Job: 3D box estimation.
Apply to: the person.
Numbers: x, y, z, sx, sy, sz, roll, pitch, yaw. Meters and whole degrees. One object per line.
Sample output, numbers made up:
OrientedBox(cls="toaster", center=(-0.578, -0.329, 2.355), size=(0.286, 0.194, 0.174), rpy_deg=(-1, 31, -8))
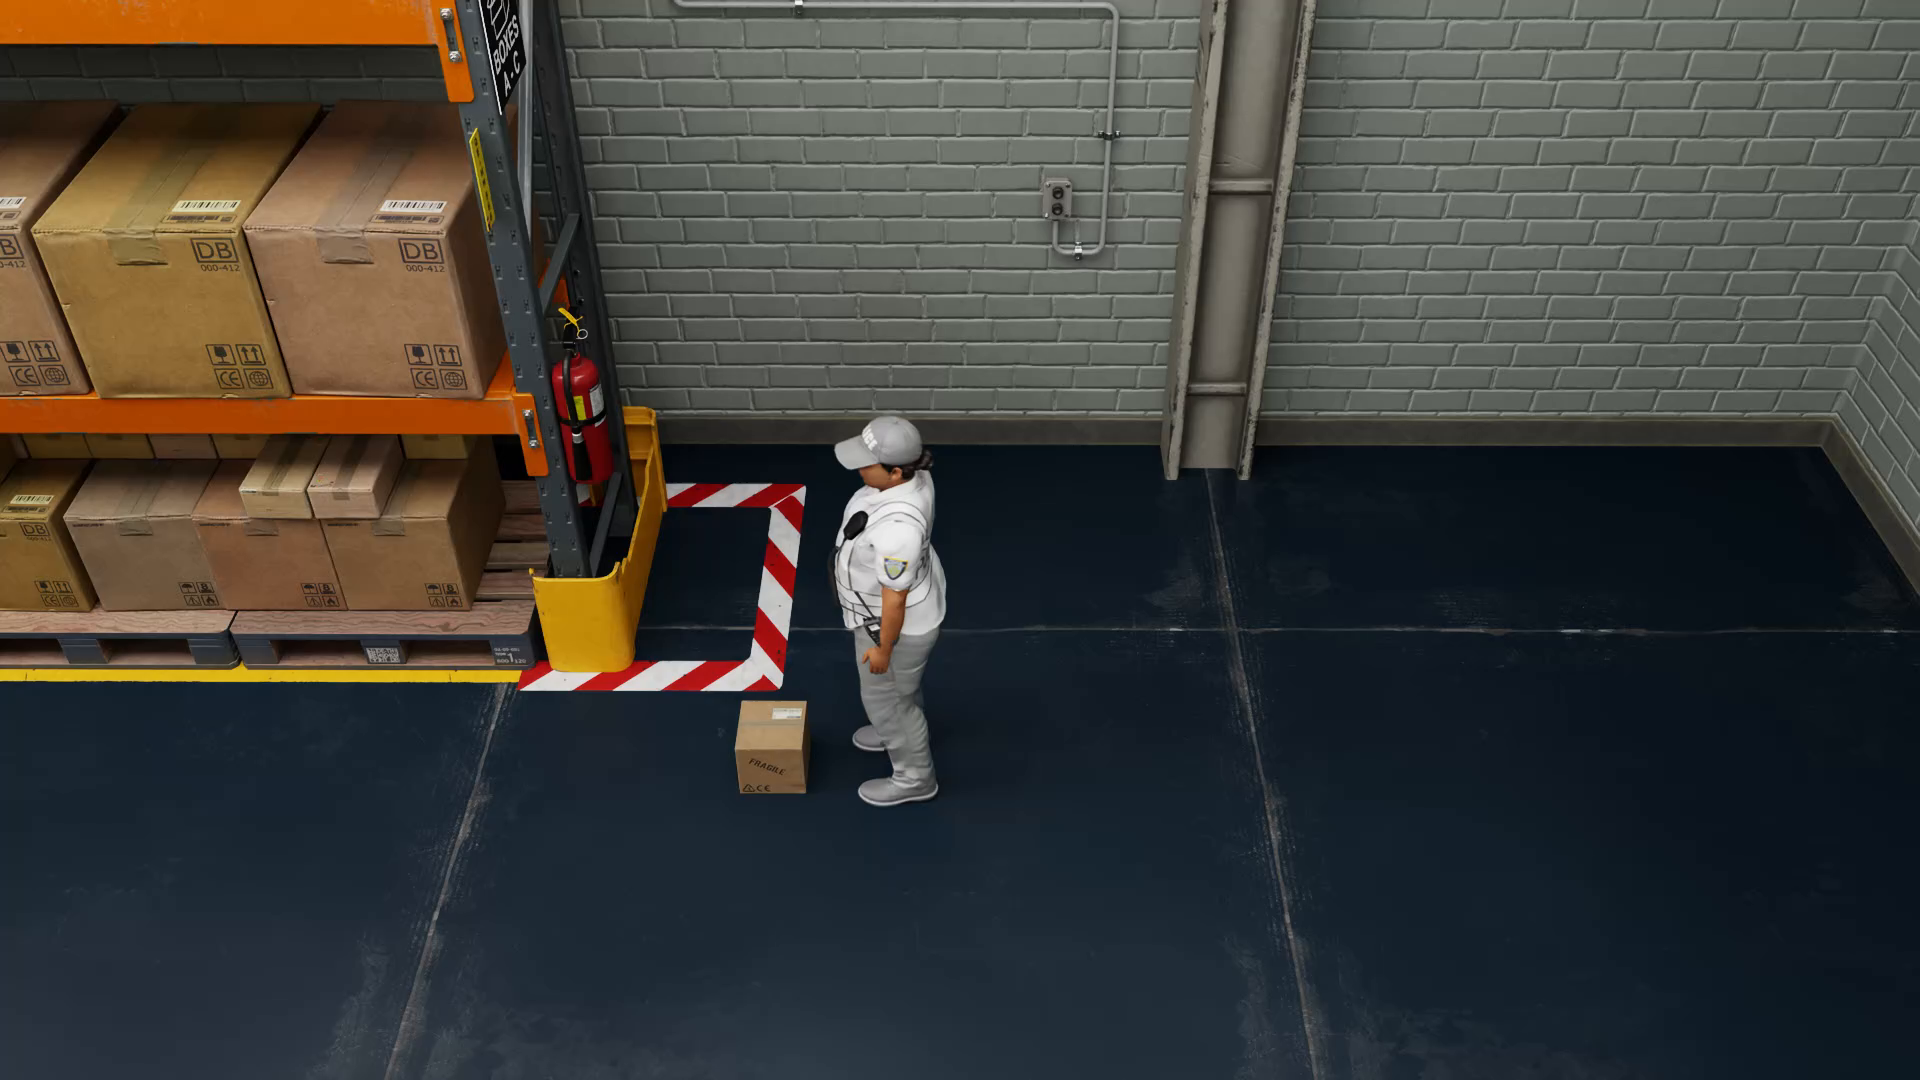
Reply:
OrientedBox(cls="person", center=(-0.255, 0.256, 5.852), size=(0.372, 1.659, 0.467), rpy_deg=(1, 40, 1))
